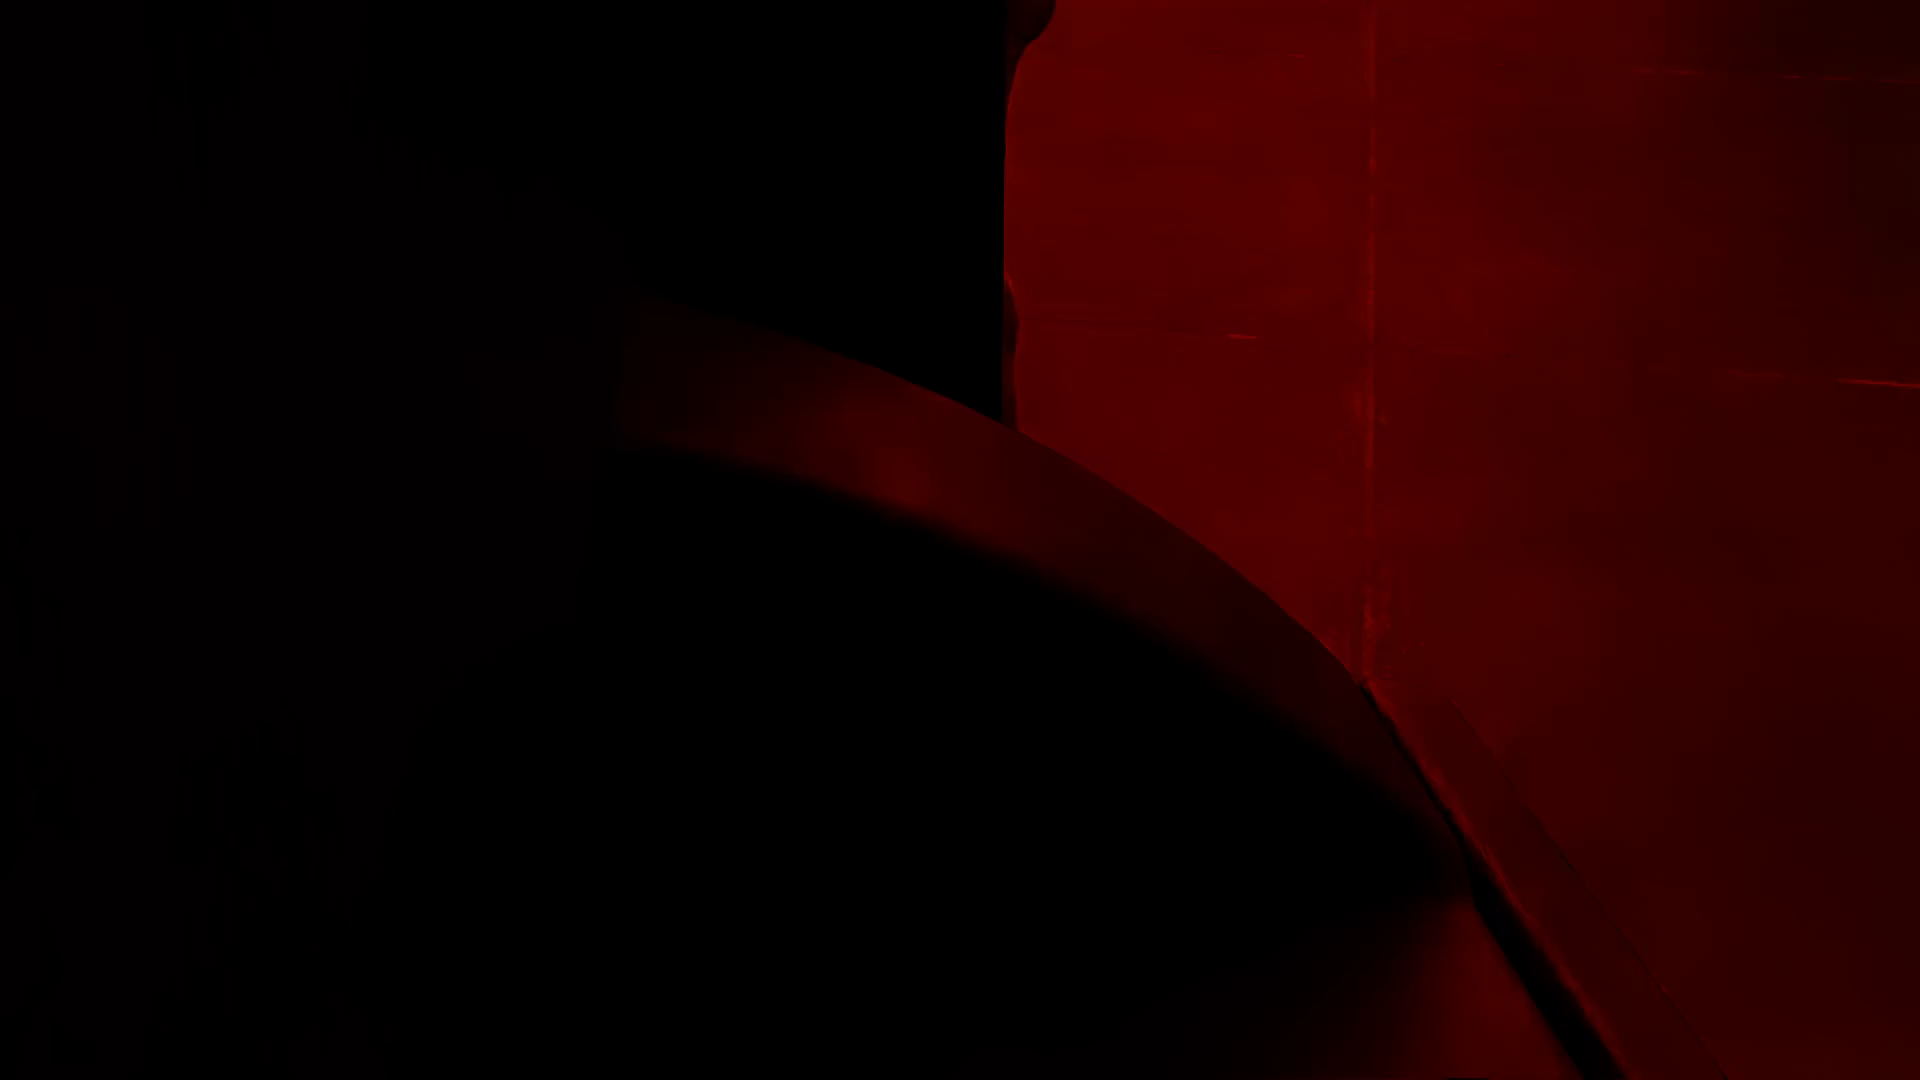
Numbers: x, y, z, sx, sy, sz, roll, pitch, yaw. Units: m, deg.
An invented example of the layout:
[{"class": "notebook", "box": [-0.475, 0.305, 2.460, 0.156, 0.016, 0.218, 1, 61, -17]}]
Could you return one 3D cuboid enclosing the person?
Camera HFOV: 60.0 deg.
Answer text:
[{"class": "person", "box": [-0.069, -0.733, 2.164, 0.474, 1.597, 0.521, 6, 27, 11]}]
